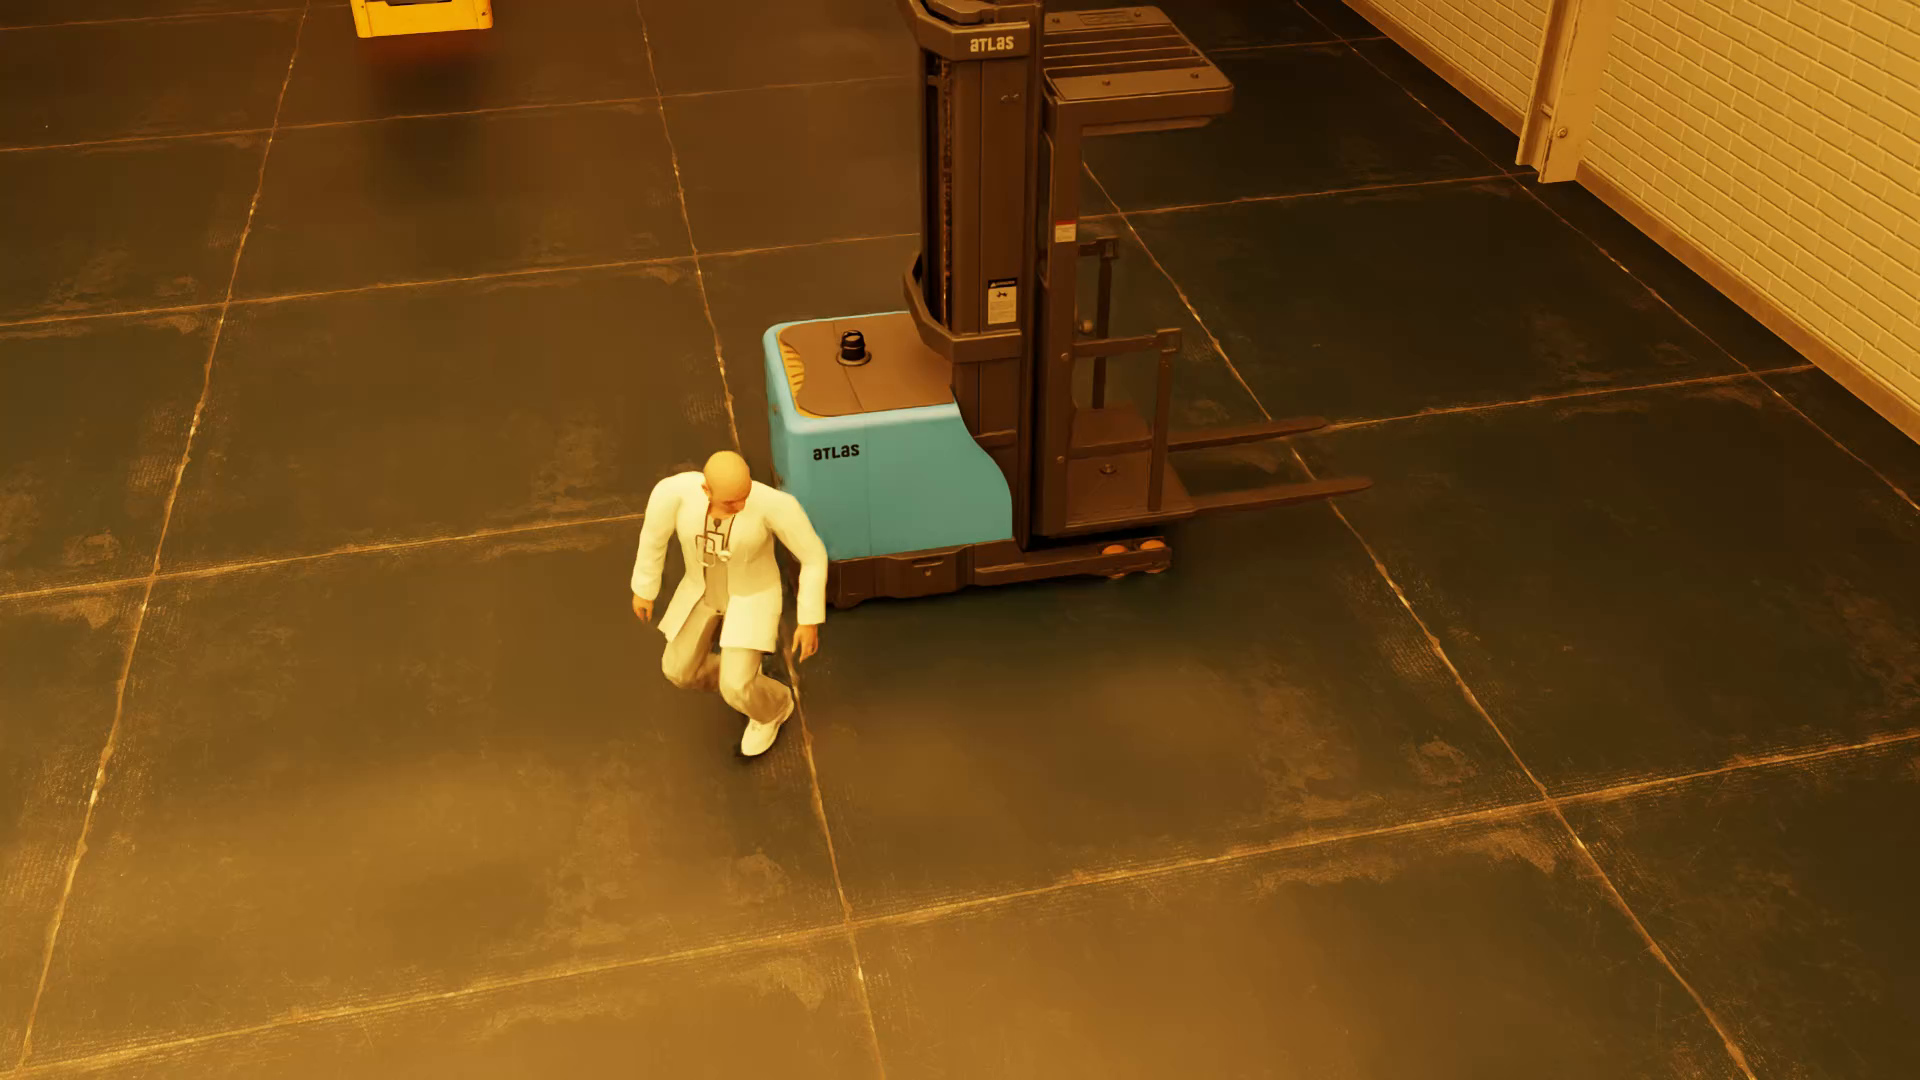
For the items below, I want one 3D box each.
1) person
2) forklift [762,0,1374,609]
[{"bbox_3d":[-0.943,0.283,6.967,0.850,1.719,0.595,12,38,16],"label":"person"},{"bbox_3d":[0.585,-1.294,7.848,3.031,2.935,1.130,-7,36,-10],"label":"forklift"}]
